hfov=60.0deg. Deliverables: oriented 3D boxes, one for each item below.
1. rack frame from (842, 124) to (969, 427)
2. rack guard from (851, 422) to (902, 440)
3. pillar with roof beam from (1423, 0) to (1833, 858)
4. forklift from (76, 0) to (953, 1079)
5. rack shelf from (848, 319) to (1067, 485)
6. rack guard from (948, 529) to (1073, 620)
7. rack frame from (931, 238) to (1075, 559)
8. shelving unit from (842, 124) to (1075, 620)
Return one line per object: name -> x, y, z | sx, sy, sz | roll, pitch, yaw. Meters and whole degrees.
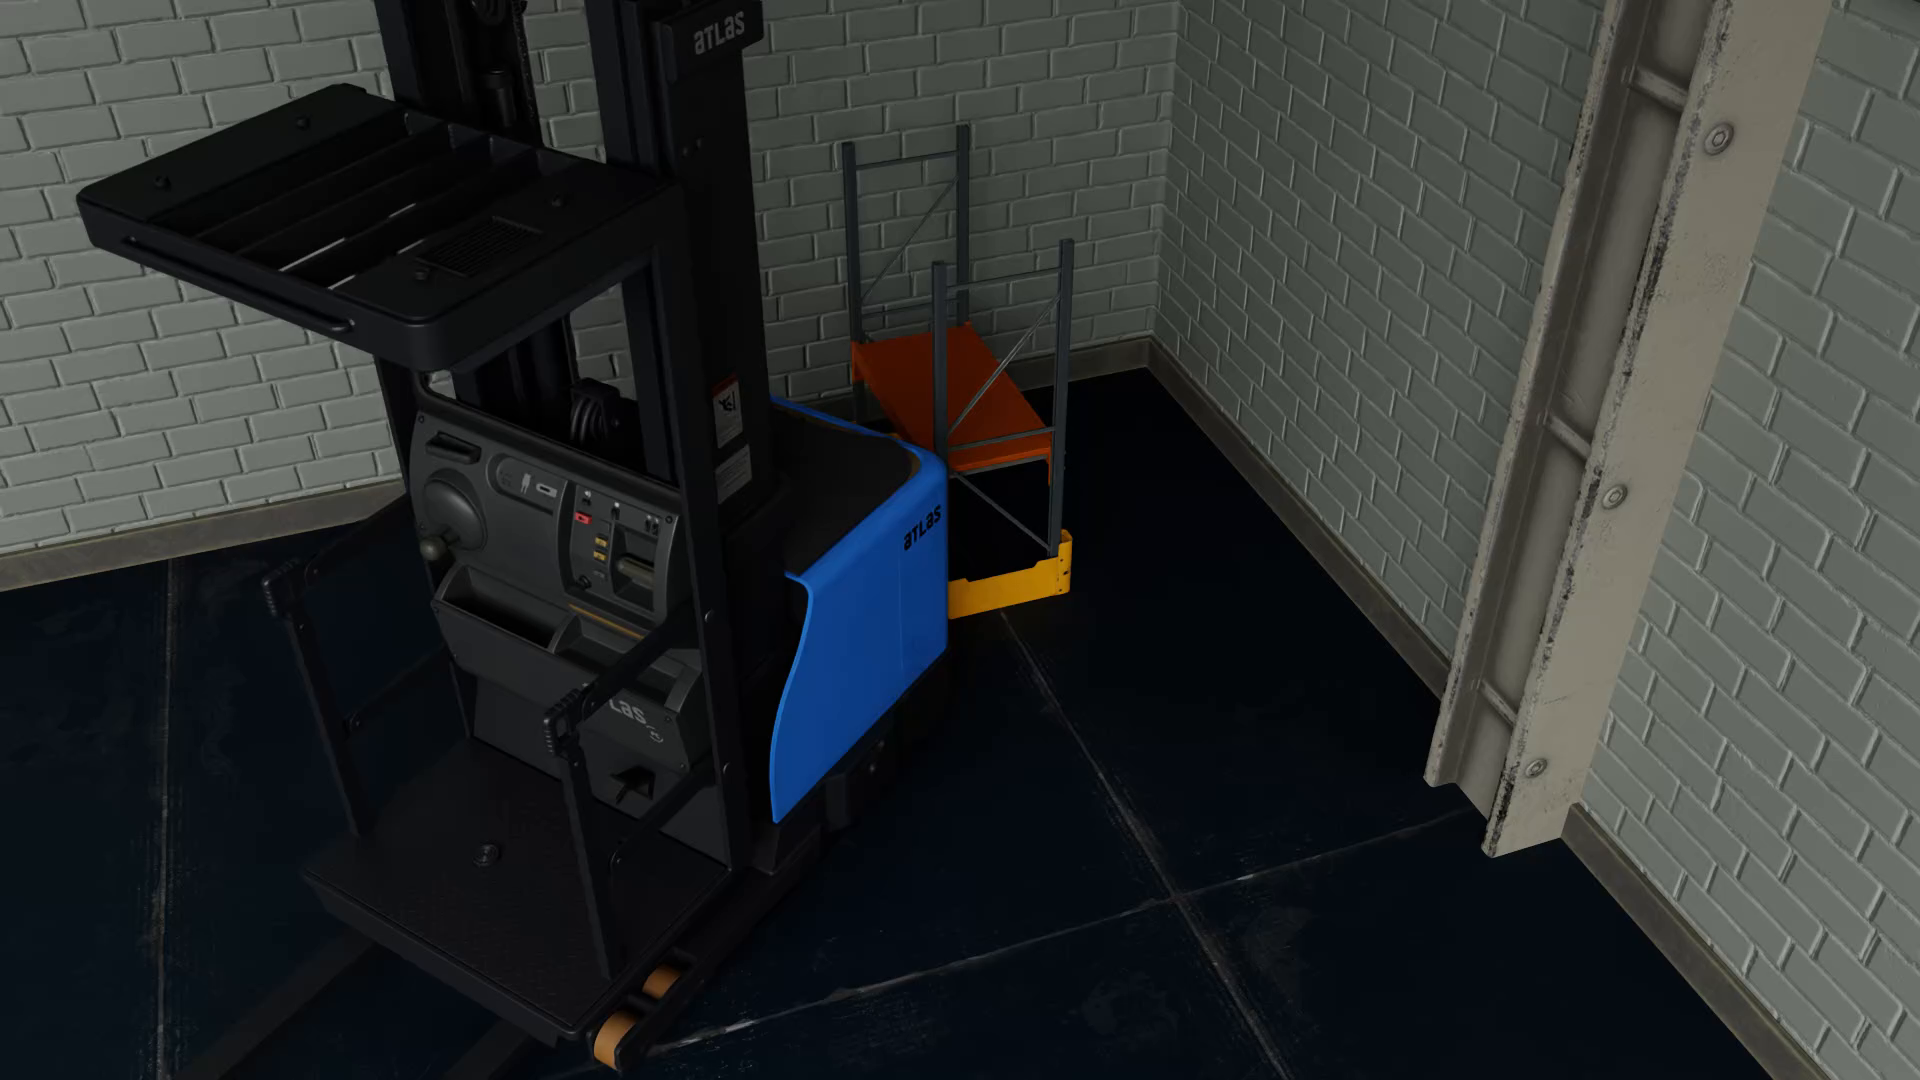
rack frame -> -0.204, -0.934, 6.744 | 0.500, 1.500, 0.032 | -12, 39, -16
rack guard -> -0.198, -0.424, 7.105 | 0.587, 0.250, 0.087 | -12, 39, -16
pillar with roof beam -> -2.251, -1.817, 1.682 | 9.100, 9.000, 0.400 | -12, 39, -16
forklift -> -1.232, 0.014, 4.296 | 1.130, 2.935, 3.031 | 21, 42, 25
rack shelf -> -0.029, -0.504, 6.471 | 0.538, 0.185, 1.000 | -12, 39, -16
rack guard -> 0.145, 0.138, 6.358 | 0.587, 0.250, 0.087 | -12, 39, -16
rack frame -> 0.146, -0.360, 5.981 | 0.500, 1.500, 0.032 | -12, 39, -16
shelving unit -> -0.026, -0.642, 6.356 | 0.587, 1.500, 1.083 | -12, 39, -16
